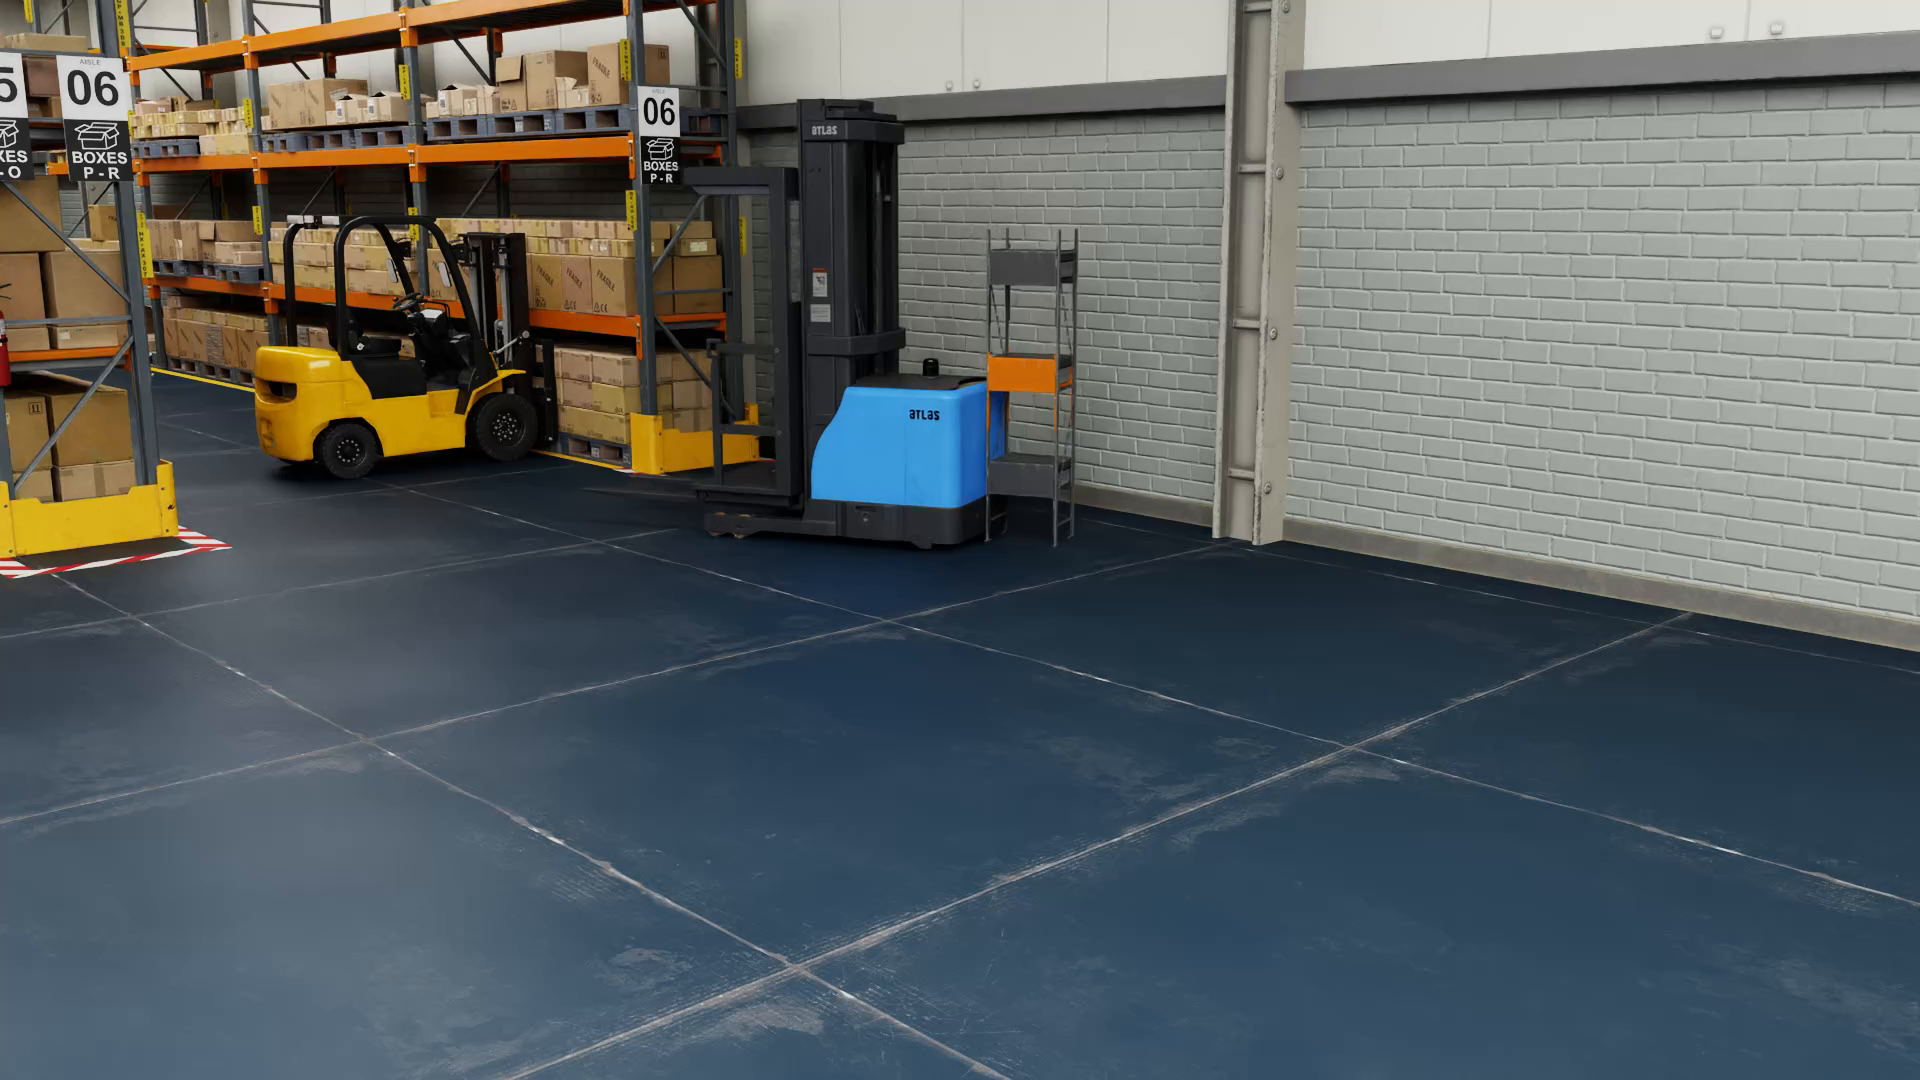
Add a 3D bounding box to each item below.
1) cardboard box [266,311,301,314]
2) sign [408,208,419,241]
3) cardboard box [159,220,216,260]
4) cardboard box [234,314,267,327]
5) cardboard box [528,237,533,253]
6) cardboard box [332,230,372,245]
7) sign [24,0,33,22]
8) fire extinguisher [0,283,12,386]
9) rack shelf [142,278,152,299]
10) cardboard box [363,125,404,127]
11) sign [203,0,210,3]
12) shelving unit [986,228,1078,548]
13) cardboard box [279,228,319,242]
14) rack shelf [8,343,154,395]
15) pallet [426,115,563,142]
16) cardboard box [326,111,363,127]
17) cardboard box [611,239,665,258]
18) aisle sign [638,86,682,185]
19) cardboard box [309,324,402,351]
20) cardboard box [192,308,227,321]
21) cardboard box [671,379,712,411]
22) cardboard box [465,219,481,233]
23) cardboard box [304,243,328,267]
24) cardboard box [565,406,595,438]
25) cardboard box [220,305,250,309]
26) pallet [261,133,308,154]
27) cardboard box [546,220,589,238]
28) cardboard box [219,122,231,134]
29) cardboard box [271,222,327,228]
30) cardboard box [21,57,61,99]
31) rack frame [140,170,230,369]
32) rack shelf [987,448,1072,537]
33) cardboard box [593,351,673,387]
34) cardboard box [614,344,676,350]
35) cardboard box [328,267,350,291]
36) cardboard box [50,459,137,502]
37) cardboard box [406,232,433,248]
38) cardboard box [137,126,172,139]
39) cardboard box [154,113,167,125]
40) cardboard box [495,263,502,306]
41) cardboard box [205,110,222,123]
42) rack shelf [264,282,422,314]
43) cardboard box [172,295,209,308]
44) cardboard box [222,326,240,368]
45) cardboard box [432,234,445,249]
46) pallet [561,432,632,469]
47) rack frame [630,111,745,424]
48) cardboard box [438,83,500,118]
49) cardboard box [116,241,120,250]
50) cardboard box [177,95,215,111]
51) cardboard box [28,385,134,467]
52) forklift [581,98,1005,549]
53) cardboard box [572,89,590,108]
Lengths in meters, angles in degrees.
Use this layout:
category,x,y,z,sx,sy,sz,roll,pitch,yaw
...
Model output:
category,x,y,z,sx,sy,sz,roll,pitch,yaw
cardboard box,-8.715,-2.869,21.448,0.380,0.149,0.250,-11,16,-44
sign,-5.473,-3.166,16.672,0.100,0.325,0.005,-11,16,-43
cardboard box,-10.082,-3.960,21.908,0.700,0.500,0.500,-11,16,-42
cardboard box,-8.885,-2.759,20.917,0.380,0.149,0.250,-10,15,-41
cardboard box,-3.778,-2.742,15.431,0.380,0.149,0.250,-11,16,-43
cardboard box,-6.627,-3.311,18.191,0.250,0.149,0.380,11,16,44
sign,-13.767,-7.825,24.580,0.100,0.325,0.005,-11,16,-43
fire extinguisher,-6.167,-1.320,10.576,0.296,0.674,0.183,-11,16,-43
rack shelf,-11.994,-3.822,24.311,1.077,0.370,4.000,-11,16,-43
cardboard box,-6.325,-4.608,18.200,0.380,0.166,0.250,-11,16,-43
sign,-10.215,-7.434,22.485,0.100,0.325,0.005,-11,16,-43
shelving unit,0.482,-1.032,11.216,0.503,2.100,0.431,5,12,21
cardboard box,-7.658,-3.539,19.299,0.380,0.149,0.250,-10,16,-41
rack shelf,-7.294,-1.378,12.450,1.077,0.370,4.000,-11,16,-43
pallet,-4.480,-4.020,16.274,1.003,0.211,1.213,-11,16,-43
cardboard box,-6.599,-4.546,17.944,0.380,0.149,0.250,-11,16,-43
cardboard box,-2.767,-2.509,14.301,0.380,0.149,0.250,-11,16,-42
aisle sign,-2.492,-3.354,13.813,0.394,0.787,0.004,-11,16,-43
cardboard box,-6.972,-2.154,19.276,0.875,0.625,0.625,-10,15,-41
cardboard box,-9.925,-2.988,22.029,0.380,0.149,0.250,-11,16,-44
cardboard box,-2.500,-1.332,14.979,0.500,0.250,0.500,-11,16,-42
cardboard box,-4.550,-3.026,16.072,0.380,0.149,0.250,-10,16,-41
cardboard box,-7.027,-3.219,18.734,0.500,0.250,0.500,11,16,44
cardboard box,-3.215,-1.088,15.034,0.500,0.250,0.500,-11,16,-43
cardboard box,-9.790,-3.096,22.551,0.380,0.149,0.250,-11,16,-42
pallet,-7.317,-4.589,19.284,1.213,0.211,1.003,-10,15,-40
cardboard box,-3.497,-2.802,14.983,0.380,0.149,0.250,-10,16,-41
cardboard box,-8.800,-5.020,20.295,0.380,0.149,0.250,-11,16,-43
cardboard box,-8.092,-3.650,20.406,0.500,0.500,0.500,-10,15,-40
cardboard box,-6.067,-3.091,11.180,0.500,0.250,0.500,-11,16,-44
rack frame,-10.612,-3.882,22.821,1.000,3.000,0.127,-11,16,-43
rack shelf,0.482,-0.333,11.360,0.480,0.518,0.431,5,12,21
cardboard box,-2.869,-1.503,14.570,0.500,0.250,0.500,-10,15,-41
cardboard box,-2.868,-1.649,15.275,0.500,0.250,0.500,-11,16,-42
cardboard box,-6.659,-2.902,18.435,0.500,0.250,0.500,-10,15,-41
cardboard box,-6.270,-0.454,11.954,0.500,0.250,0.500,-11,16,-43
cardboard box,-5.484,-3.100,17.171,0.380,0.149,0.250,-10,15,-41
cardboard box,-10.540,-5.341,21.804,0.380,0.149,0.250,-11,16,-42
cardboard box,-10.146,-5.418,21.440,0.380,0.149,0.250,-11,16,-43
cardboard box,-4.248,-2.515,15.938,0.500,0.500,0.500,-11,16,-43
cardboard box,-9.022,-5.197,20.415,0.380,0.149,0.250,-11,16,-44
rack shelf,-6.469,-2.654,18.644,1.077,0.370,4.000,-11,16,-43
cardboard box,-10.343,-3.206,22.350,0.250,0.149,0.380,11,16,42
cardboard box,-8.999,-2.462,21.082,0.500,0.500,0.500,-10,15,-40
cardboard box,-5.058,-2.998,16.675,0.380,0.149,0.250,-11,16,-43
pallet,-2.884,-0.871,15.116,1.003,0.211,1.213,-11,16,-43
rack frame,-2.325,-2.131,14.321,1.000,3.000,0.127,-11,16,-43
cardboard box,-4.689,-4.239,16.054,0.500,0.311,0.500,-10,16,-41
cardboard box,-11.497,-4.066,23.347,0.500,0.250,0.500,-11,16,-42
cardboard box,-10.145,-5.763,22.084,0.396,0.266,0.258,-11,16,-43
cardboard box,-6.287,-0.825,11.895,0.500,0.500,0.500,11,16,43
forklift,-1.235,-1.539,11.619,3.031,2.935,1.130,5,12,21
cardboard box,-3.117,-3.810,14.373,0.250,0.149,0.380,11,16,44
